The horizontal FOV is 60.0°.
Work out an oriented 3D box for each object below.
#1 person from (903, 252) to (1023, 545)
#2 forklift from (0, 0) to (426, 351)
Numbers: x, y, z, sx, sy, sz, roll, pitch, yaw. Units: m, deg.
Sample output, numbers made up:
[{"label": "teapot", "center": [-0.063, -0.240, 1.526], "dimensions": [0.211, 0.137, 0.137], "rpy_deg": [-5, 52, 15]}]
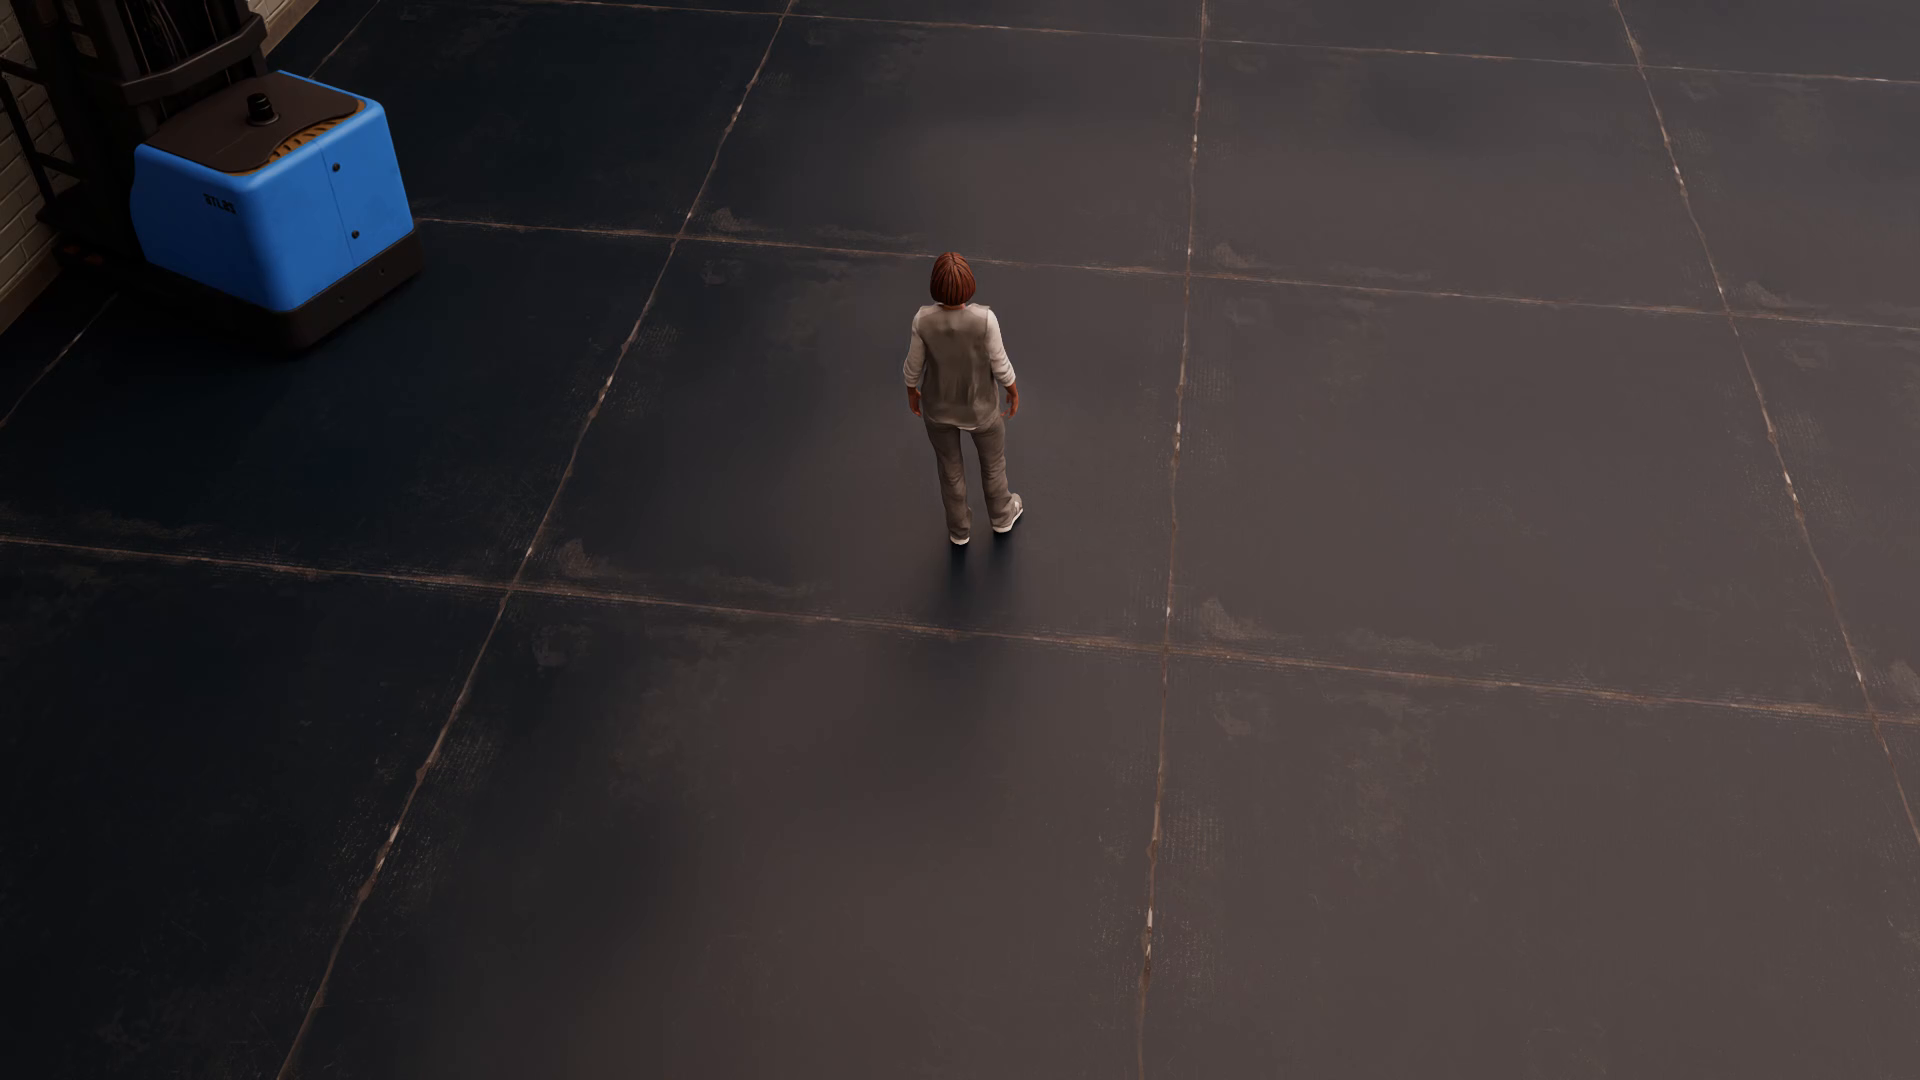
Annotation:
[{"label": "person", "center": [0.024, -0.642, 7.399], "dimensions": [0.520, 1.599, 0.473], "rpy_deg": [5, 43, 6]}, {"label": "forklift", "center": [-4.587, -2.828, 8.803], "dimensions": [3.031, 2.935, 1.130], "rpy_deg": [21, 47, 21]}]
